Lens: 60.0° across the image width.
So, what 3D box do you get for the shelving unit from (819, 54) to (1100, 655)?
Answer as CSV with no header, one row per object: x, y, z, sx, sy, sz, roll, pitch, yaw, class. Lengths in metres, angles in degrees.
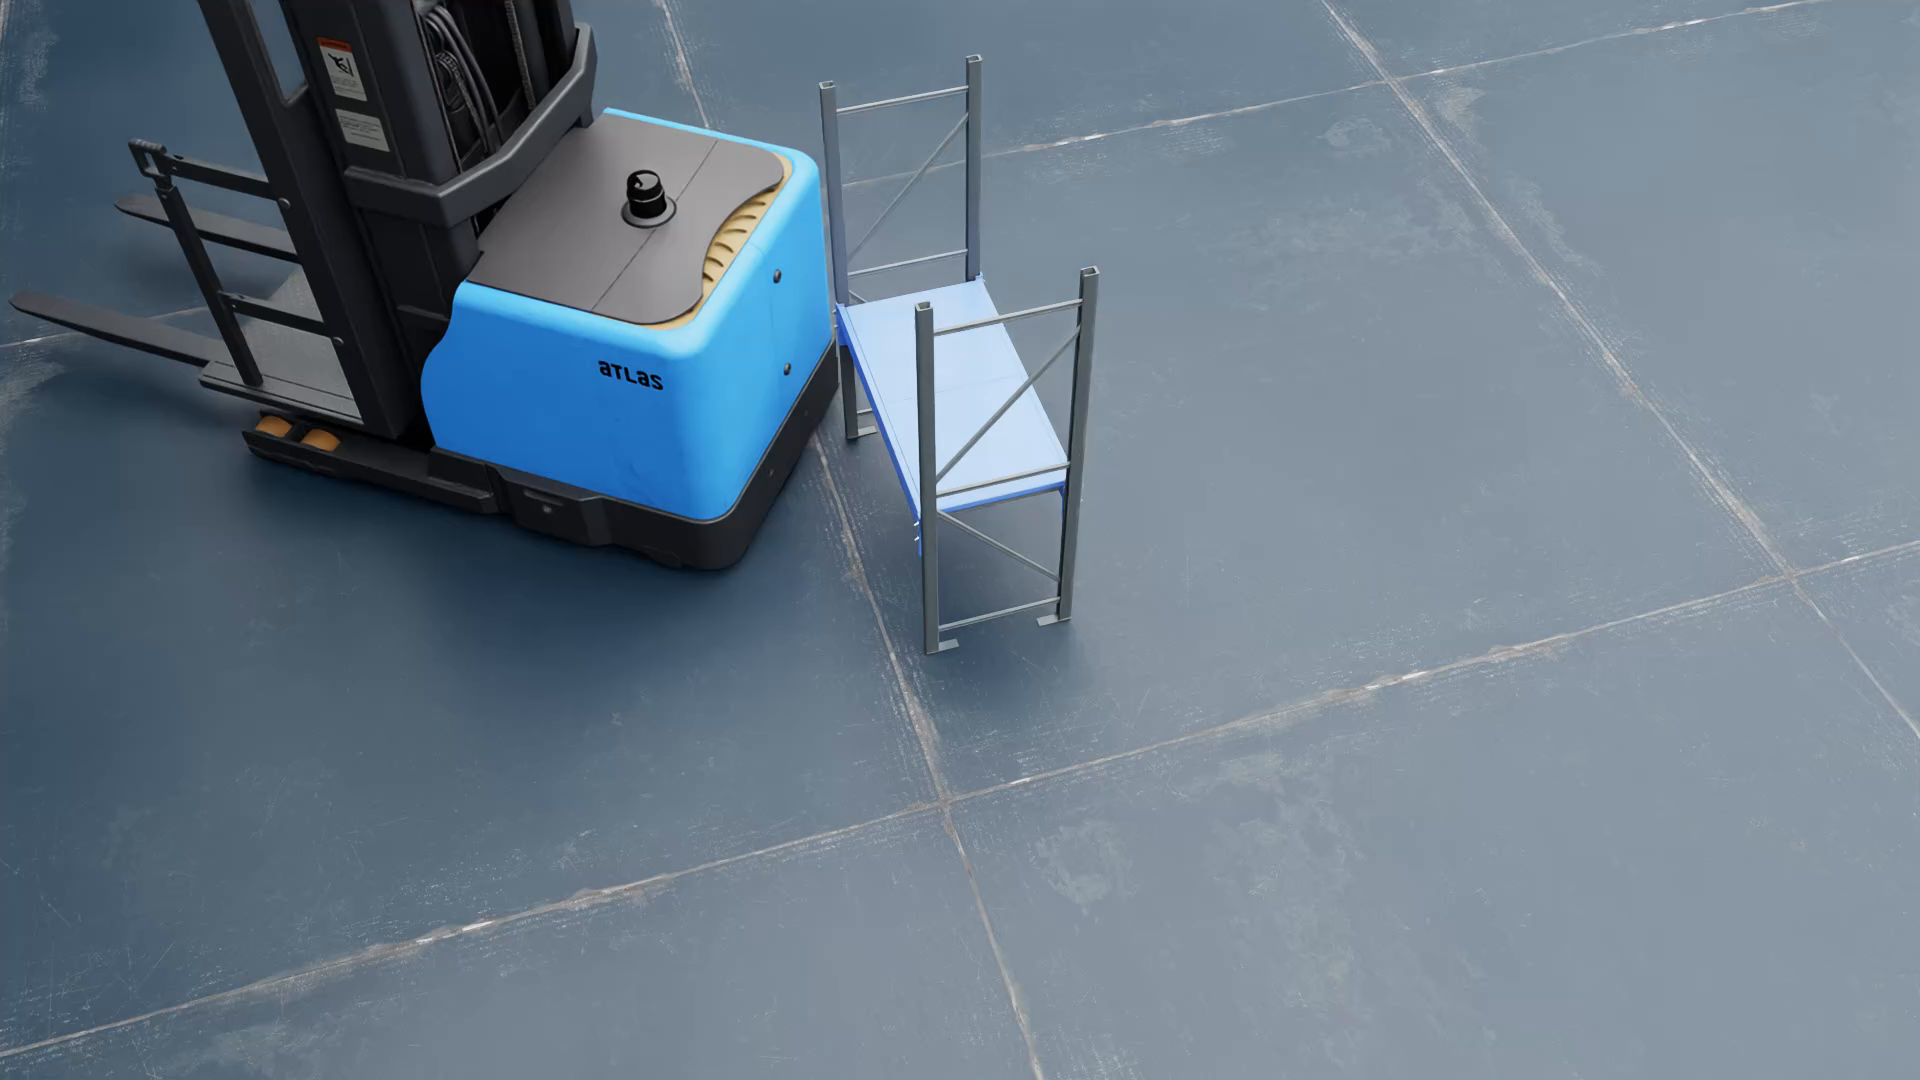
-0.025,-0.546,5.229,0.538,1.500,1.048,-13,51,-11,shelving unit

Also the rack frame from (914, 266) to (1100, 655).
0.125,-0.174,4.916,0.500,1.500,0.032,-13,51,-11,rack frame

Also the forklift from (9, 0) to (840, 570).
-2.018,-1.542,5.133,3.031,2.935,1.130,15,52,13,forklift

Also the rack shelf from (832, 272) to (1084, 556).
-0.025,-0.430,5.367,0.538,0.185,1.000,-13,51,-11,rack shelf

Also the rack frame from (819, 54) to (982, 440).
-0.176,-0.917,5.542,0.500,1.500,0.032,-13,51,-11,rack frame
